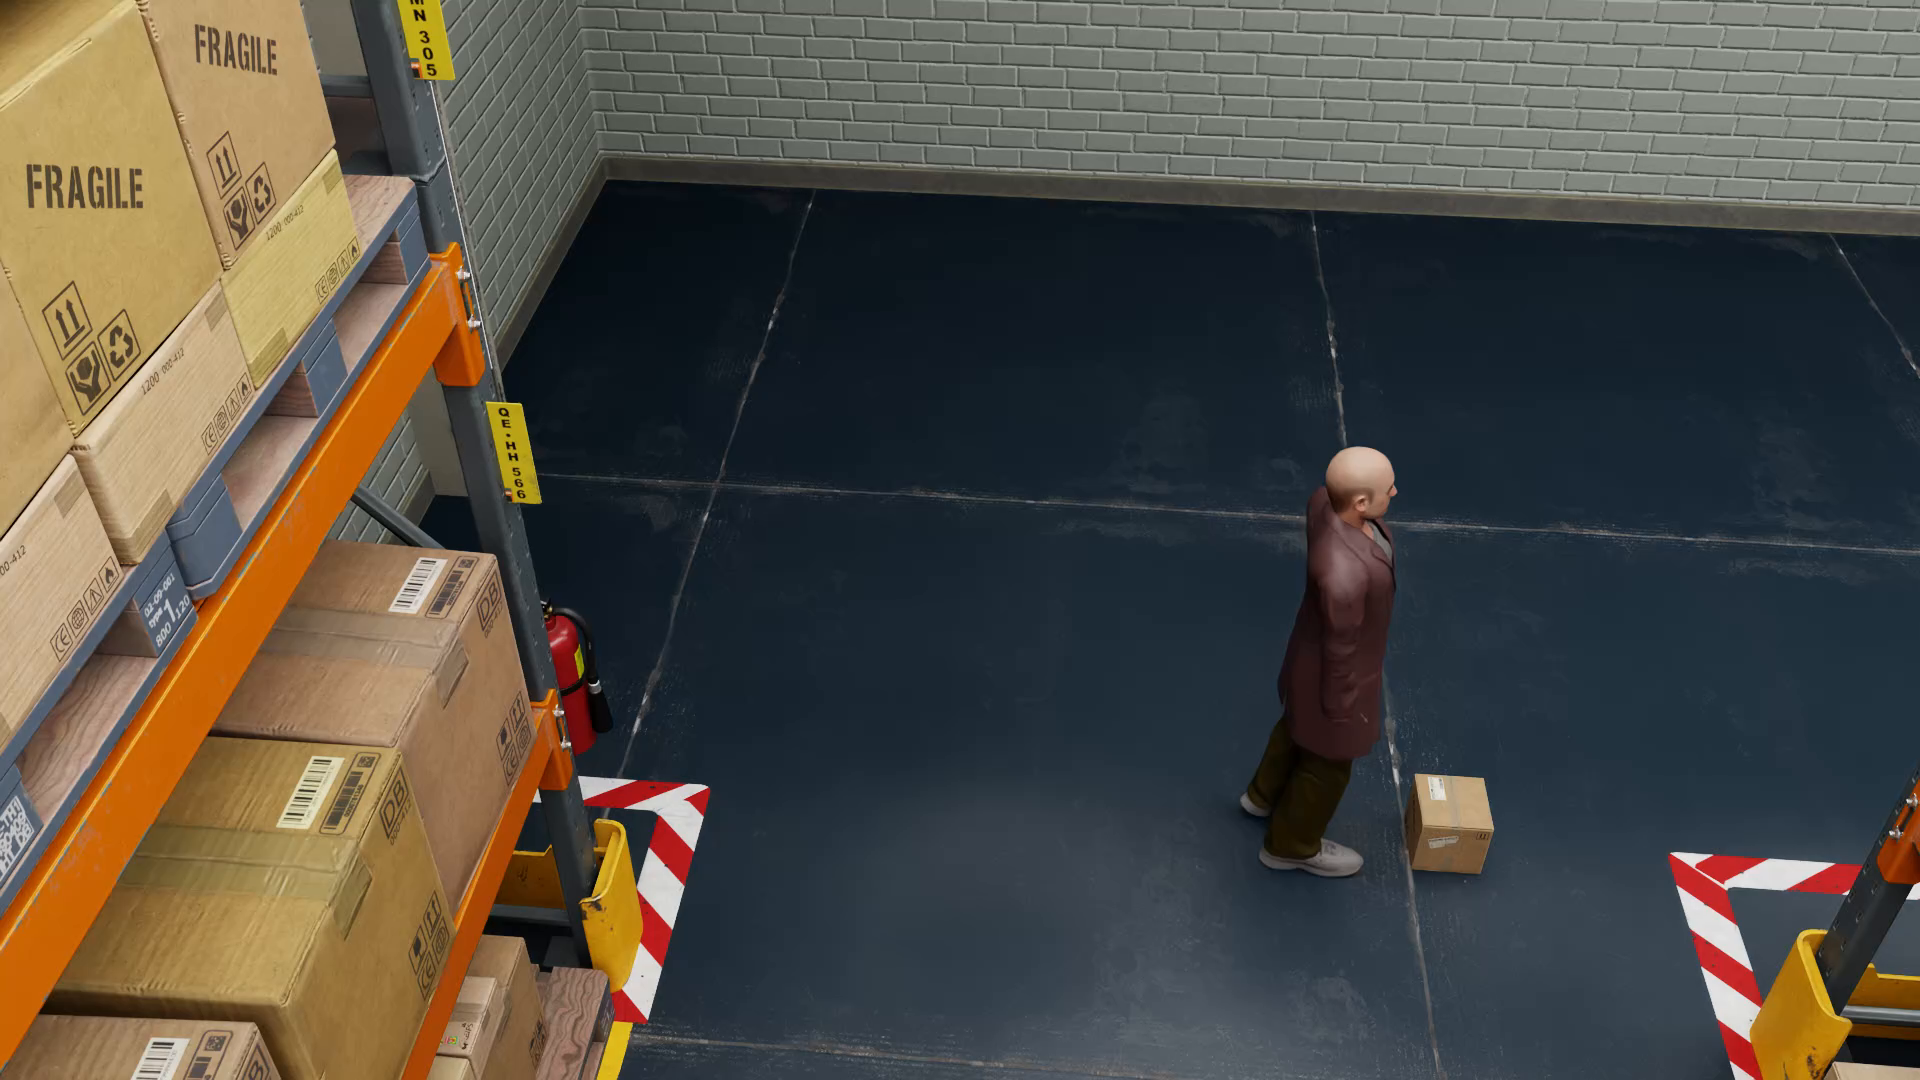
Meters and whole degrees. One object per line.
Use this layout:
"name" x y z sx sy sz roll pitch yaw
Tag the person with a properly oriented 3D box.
"person" 1.268 0.441 5.680 0.443 1.835 0.564 4 40 5
